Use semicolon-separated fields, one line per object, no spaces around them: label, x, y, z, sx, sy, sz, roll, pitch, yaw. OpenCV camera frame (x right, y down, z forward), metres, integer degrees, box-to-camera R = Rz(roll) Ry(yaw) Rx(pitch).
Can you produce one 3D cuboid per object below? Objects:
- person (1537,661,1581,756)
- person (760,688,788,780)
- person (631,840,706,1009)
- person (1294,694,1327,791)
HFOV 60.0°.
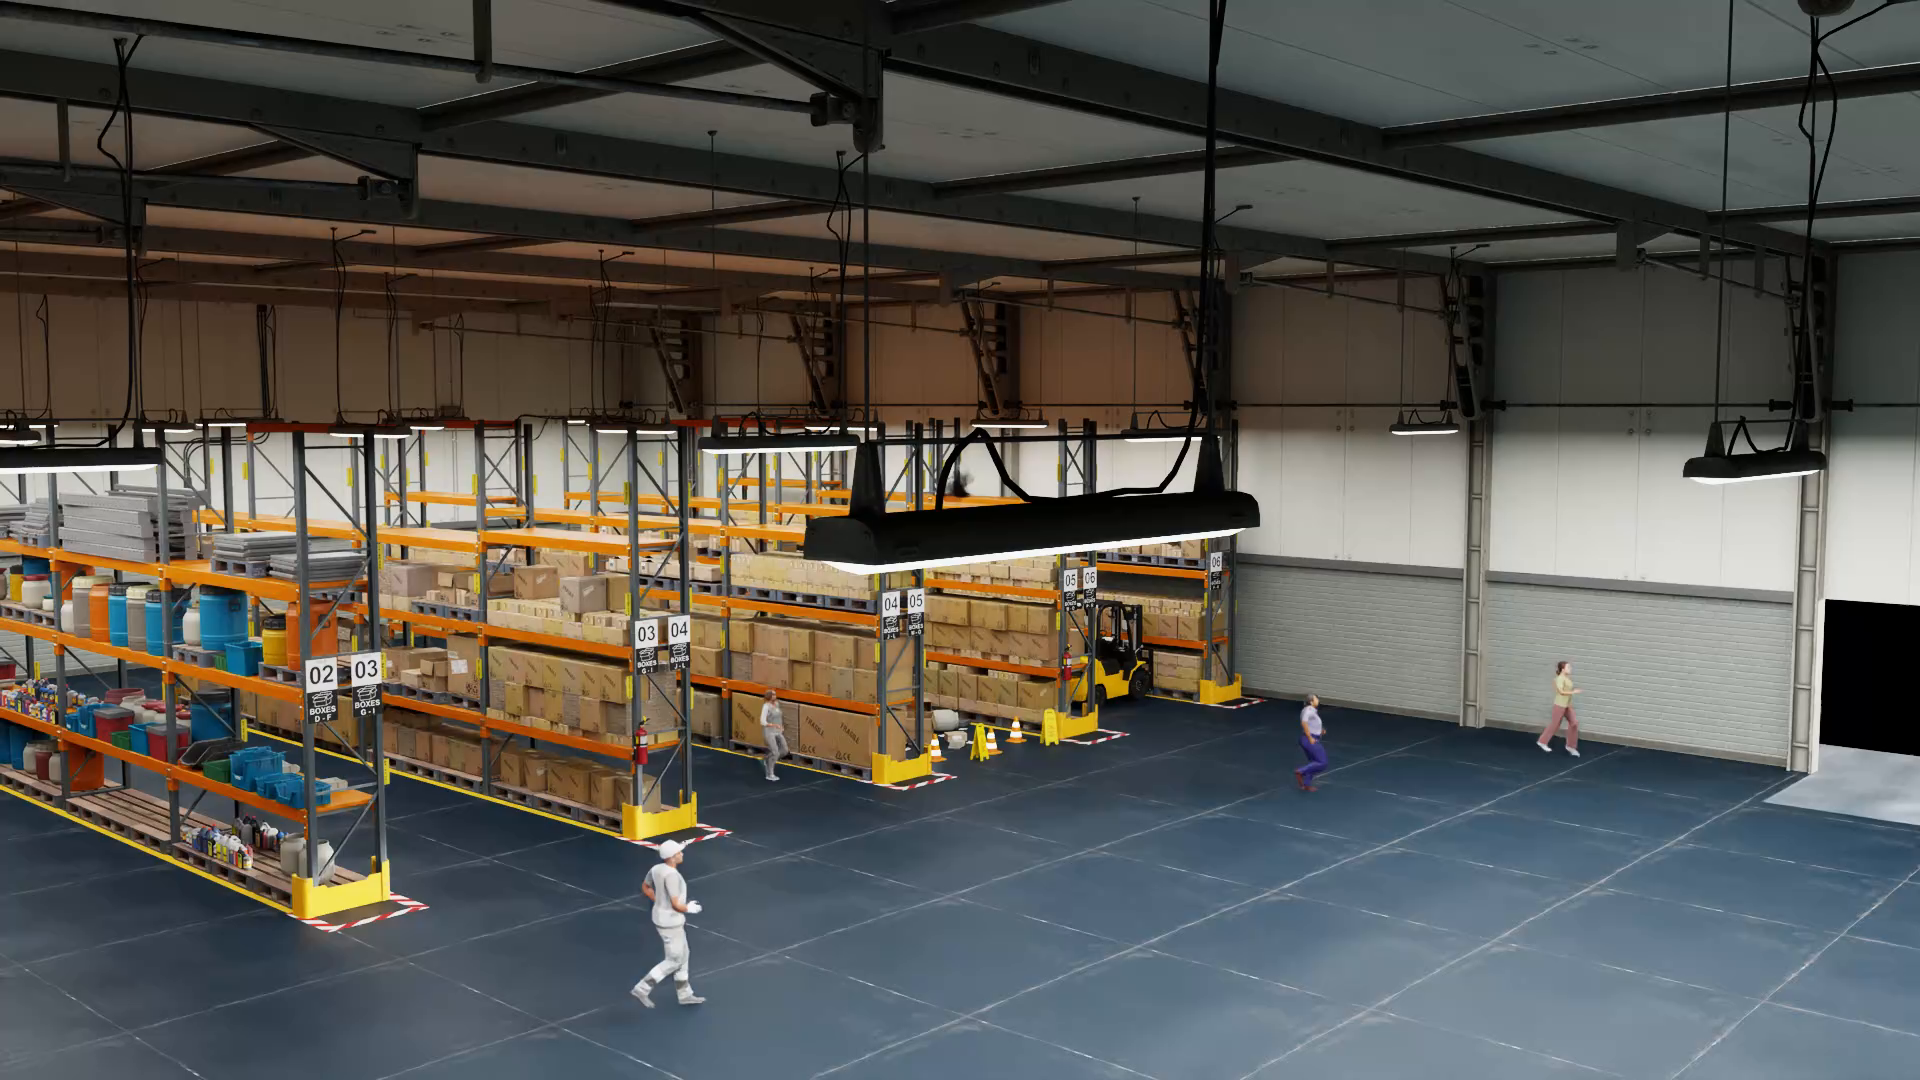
person;10.841;3.038;30.047;0.780;1.737;0.564;4;6;39
person;-3.125;3.269;27.948;0.549;1.554;0.529;3;5;30
person;-3.066;4.023;17.365;0.839;1.792;0.686;-3;5;-28
person;5.733;3.315;27.202;0.559;1.612;0.634;0;5;2
